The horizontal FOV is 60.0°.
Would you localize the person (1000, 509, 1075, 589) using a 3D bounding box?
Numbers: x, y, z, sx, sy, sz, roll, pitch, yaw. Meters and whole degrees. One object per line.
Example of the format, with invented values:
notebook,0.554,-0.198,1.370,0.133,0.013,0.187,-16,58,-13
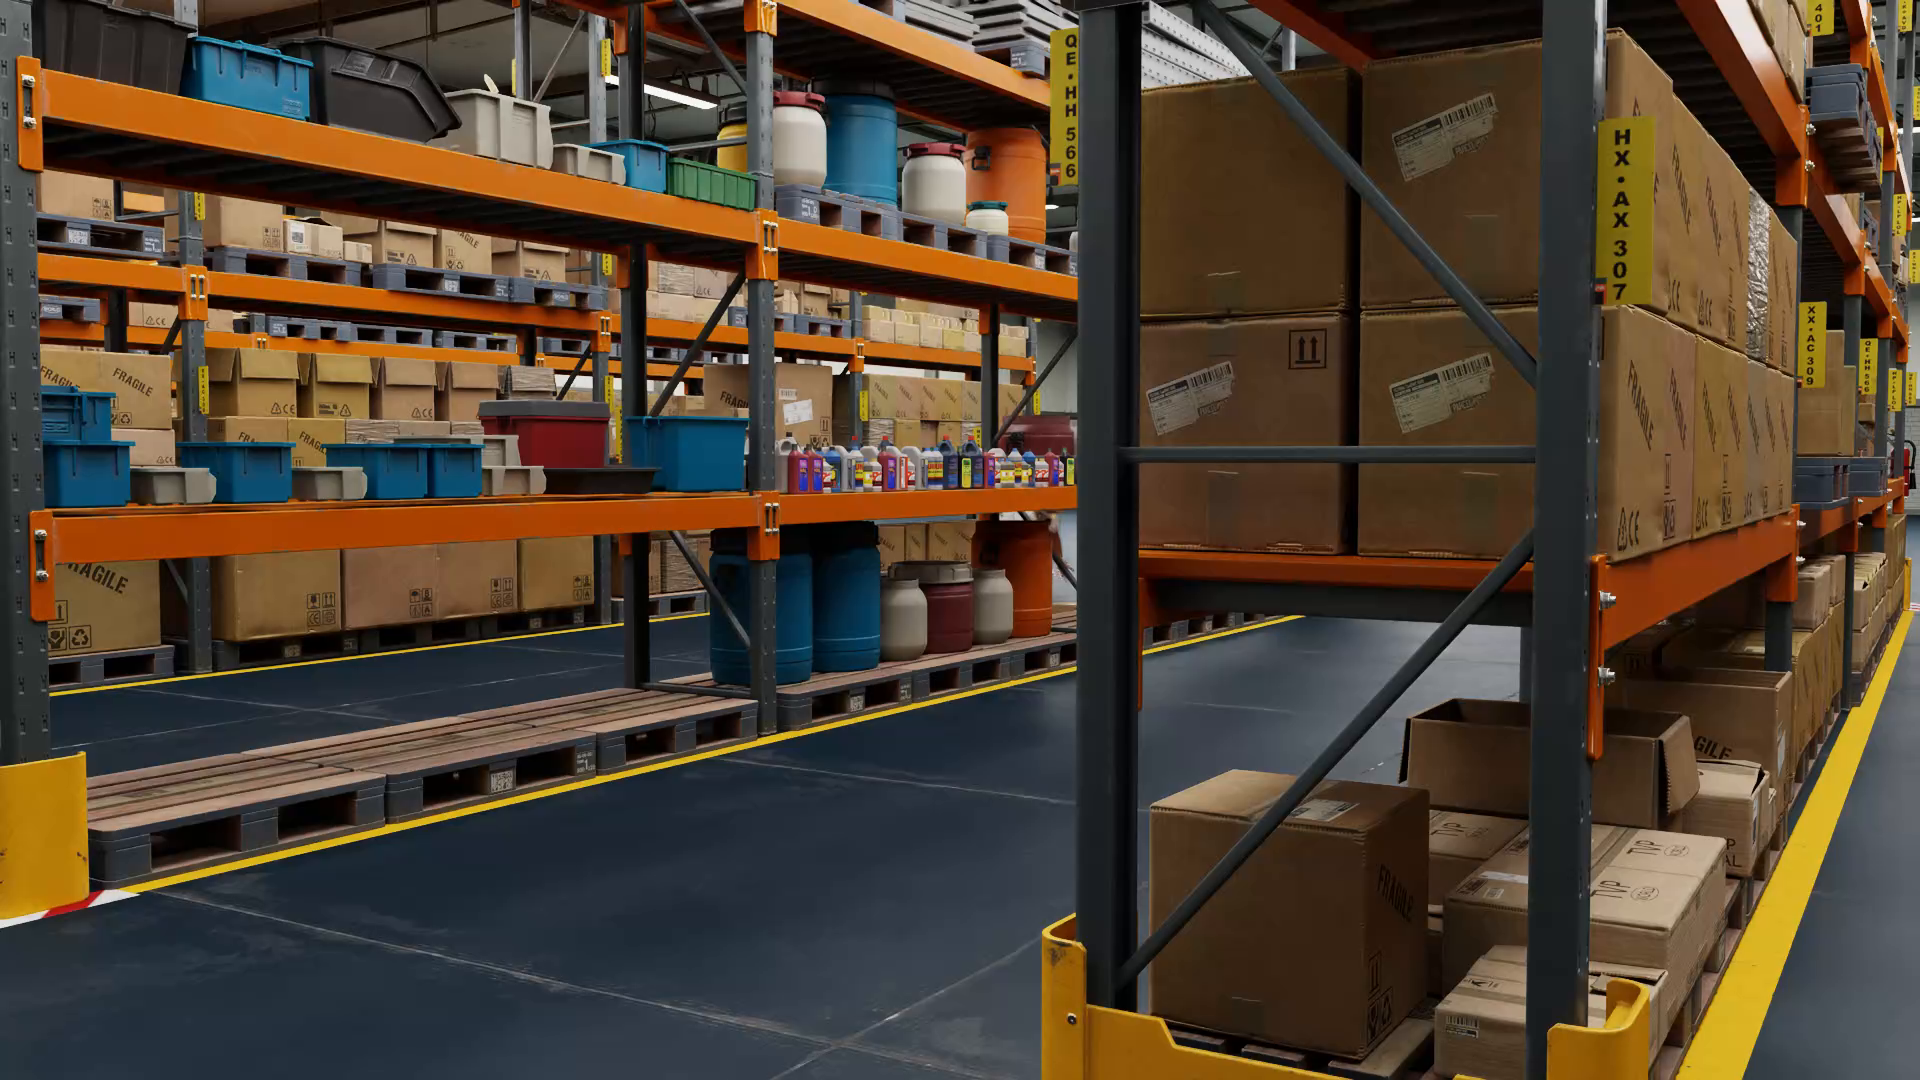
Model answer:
person,0.619,0.134,14.585,0.855,1.317,0.588,2,3,31
